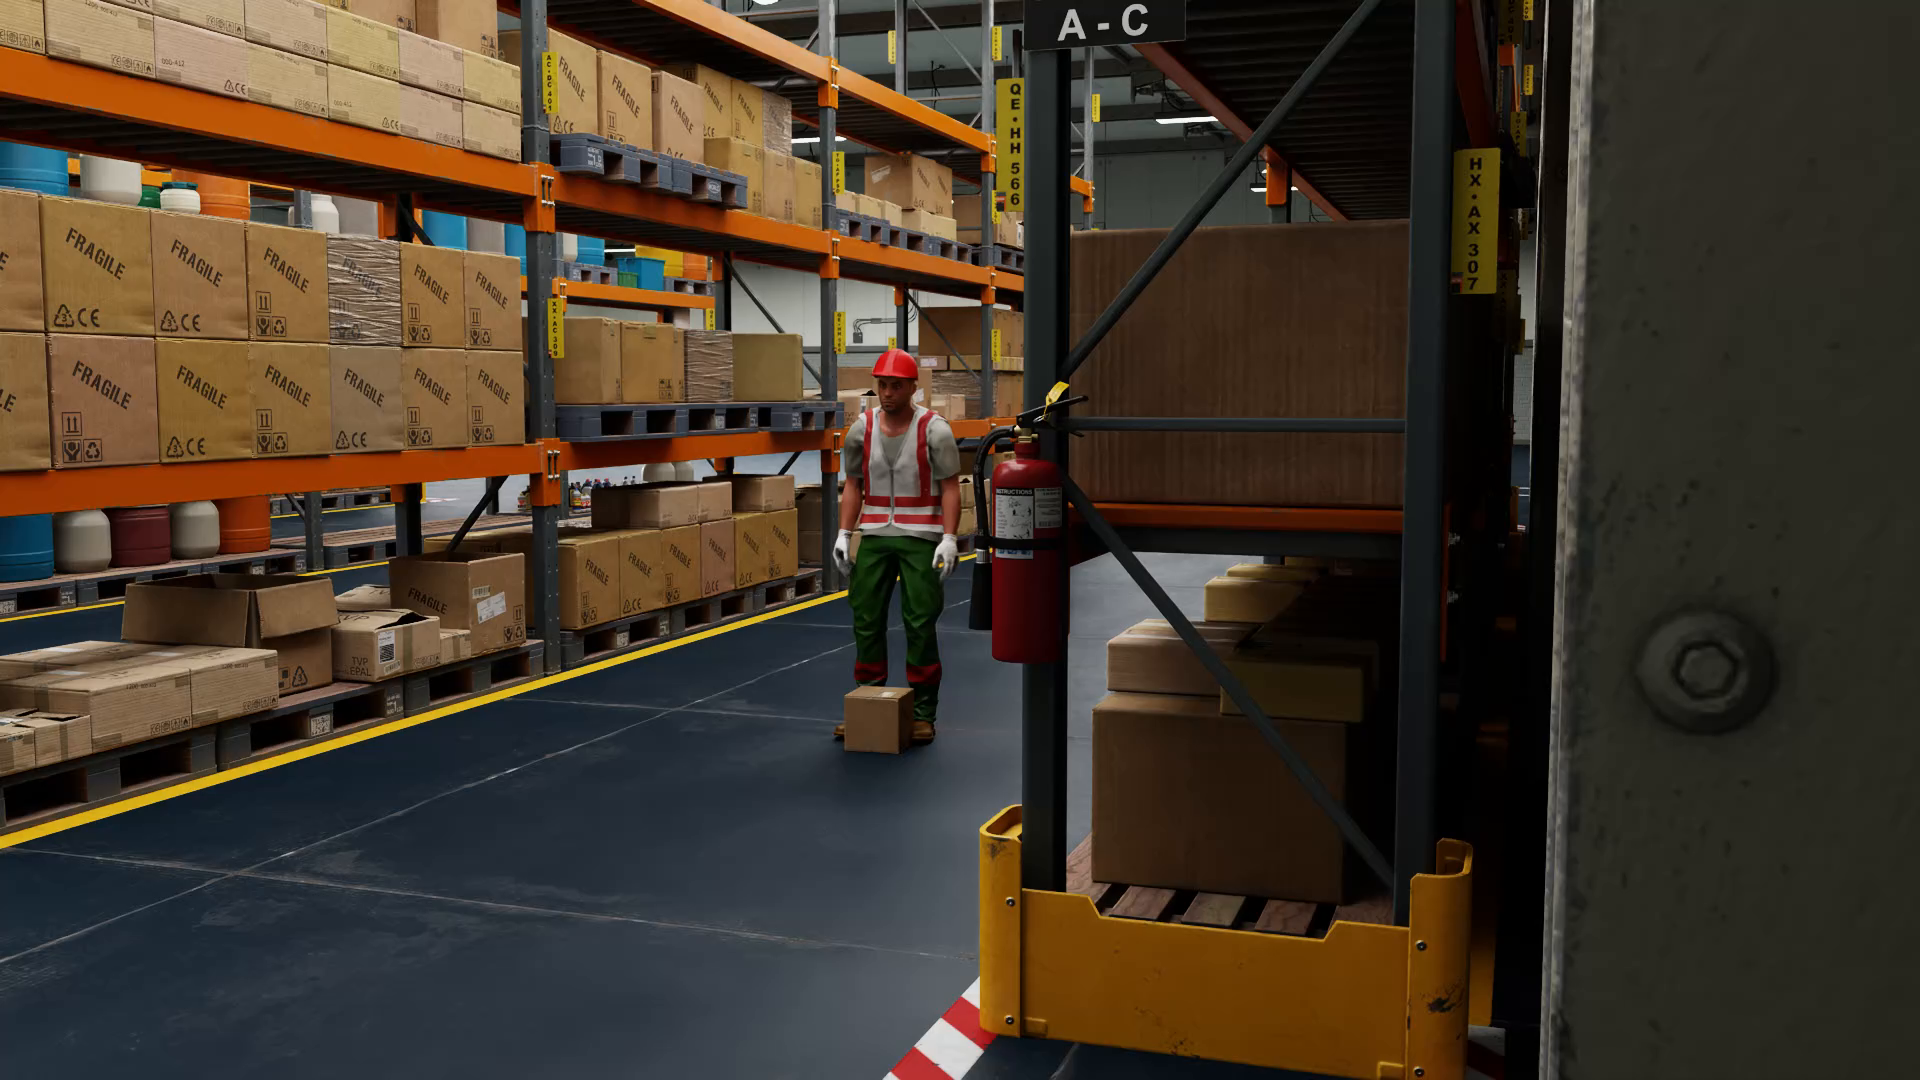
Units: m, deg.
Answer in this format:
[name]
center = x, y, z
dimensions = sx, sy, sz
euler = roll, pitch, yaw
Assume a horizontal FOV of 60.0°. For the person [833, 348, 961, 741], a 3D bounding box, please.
[person]
center = -0.287, 0.023, 7.587
dimensions = 0.607, 1.780, 0.450
euler = 2, 5, 19
